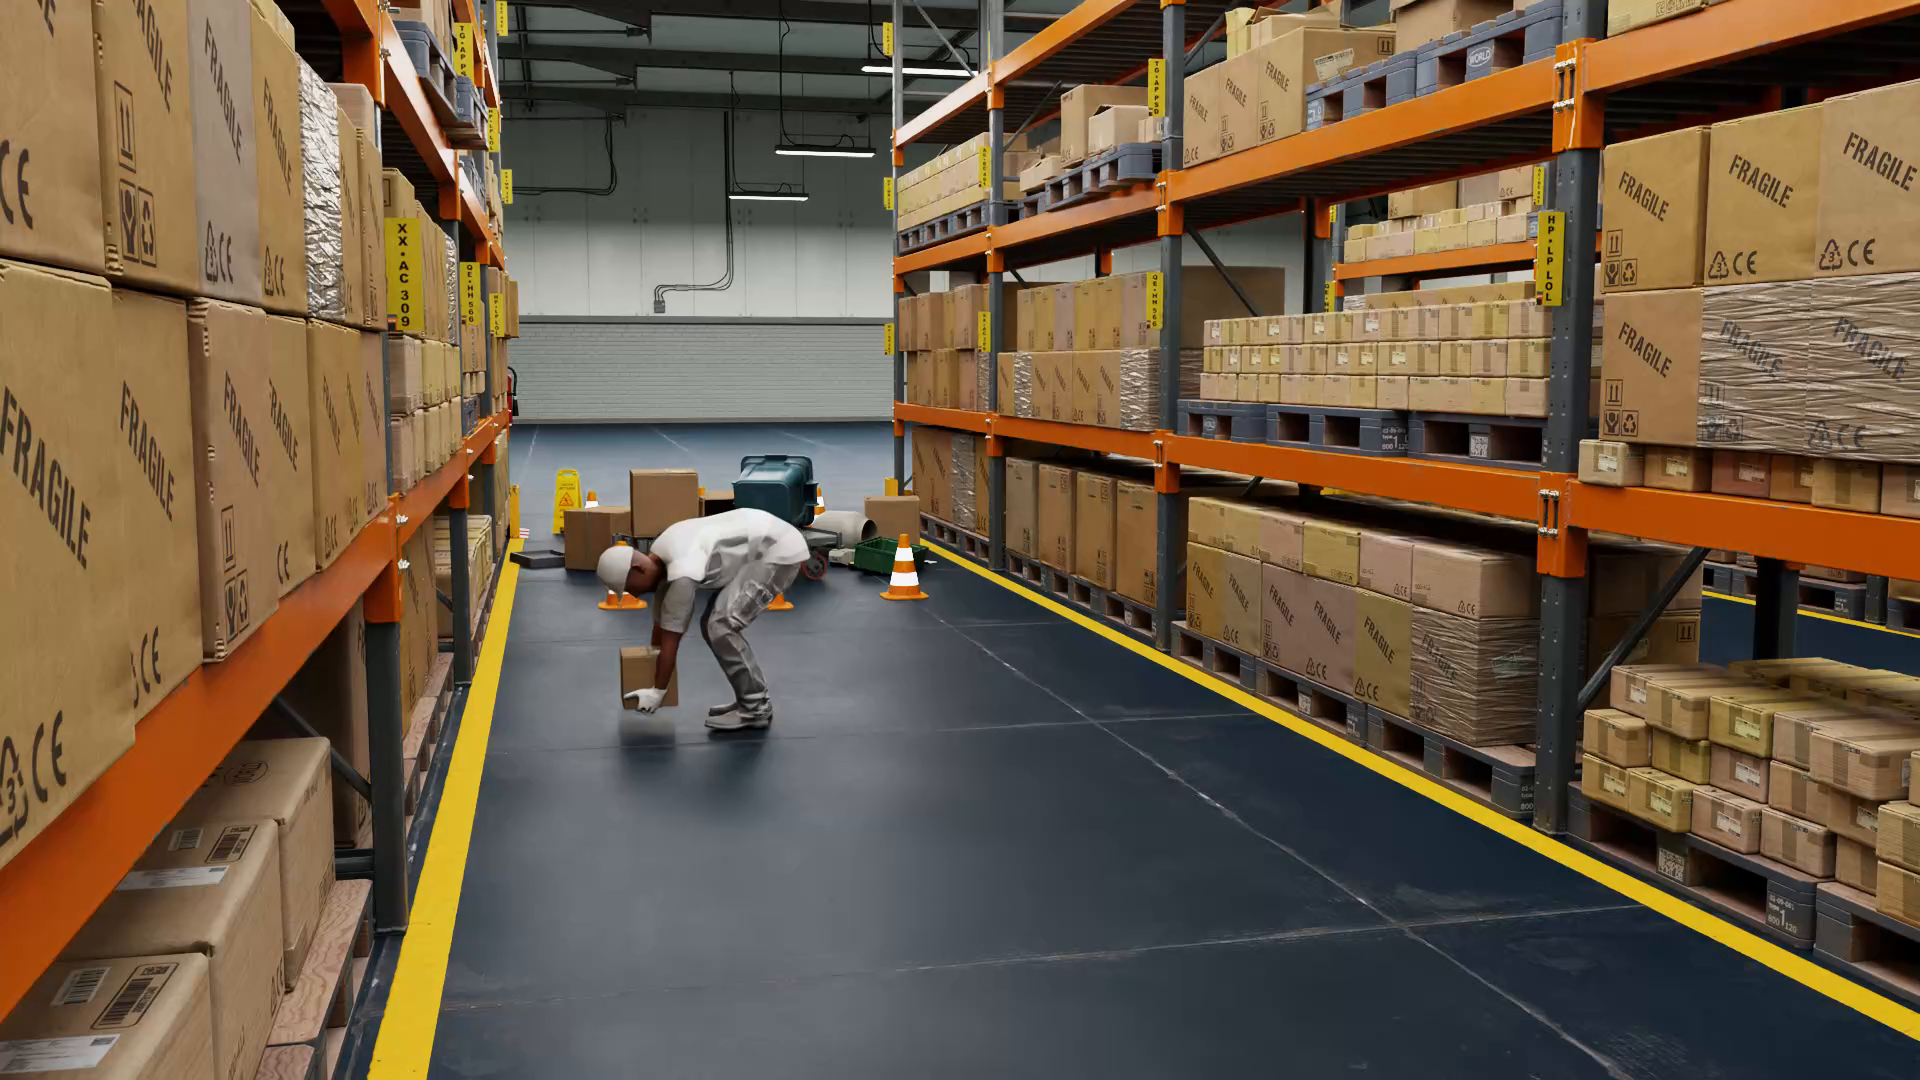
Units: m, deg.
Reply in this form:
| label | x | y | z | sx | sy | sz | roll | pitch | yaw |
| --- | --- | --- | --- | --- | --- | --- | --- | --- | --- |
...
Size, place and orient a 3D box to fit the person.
| label | x | y | z | sx | sy | sz | roll | pitch | yaw |
| --- | --- | --- | --- | --- | --- | --- | --- | --- | --- |
| person | -1.206 | 0.372 | 7.851 | 0.985 | 1.027 | 0.517 | -2 | 6 | -16 |
